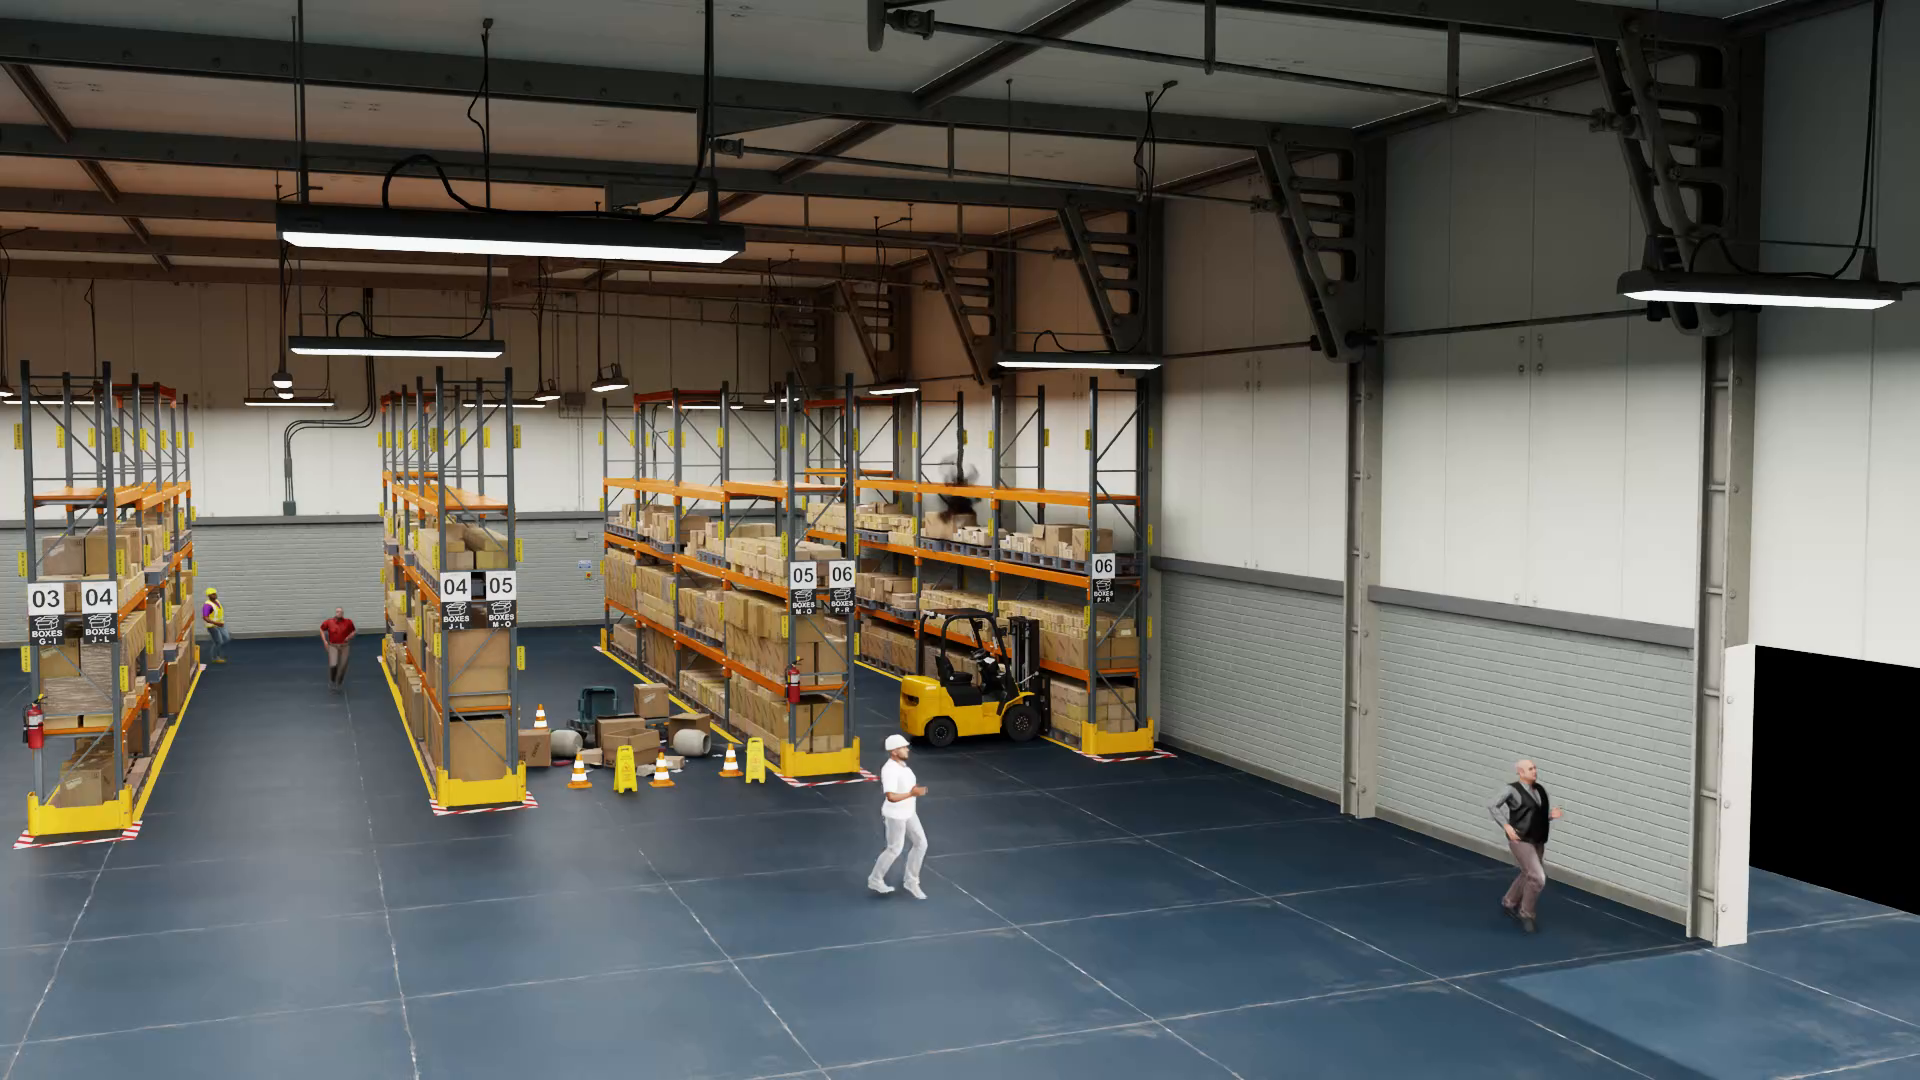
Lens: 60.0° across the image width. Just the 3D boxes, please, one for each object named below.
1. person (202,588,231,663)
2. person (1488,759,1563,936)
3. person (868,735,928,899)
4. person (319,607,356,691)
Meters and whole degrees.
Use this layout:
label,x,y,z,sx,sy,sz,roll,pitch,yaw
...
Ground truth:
label,x,y,z,sx,sy,sz,roll,pitch,yaw
person,-16.618,1.911,37.130,0.543,1.709,0.724,1,3,11
person,5.808,3.127,16.987,0.633,1.773,0.715,-2,4,-33
person,-0.651,3.030,18.120,0.717,1.825,0.674,1,4,20
person,-12.316,2.167,32.977,0.659,1.682,0.663,-2,4,-28
